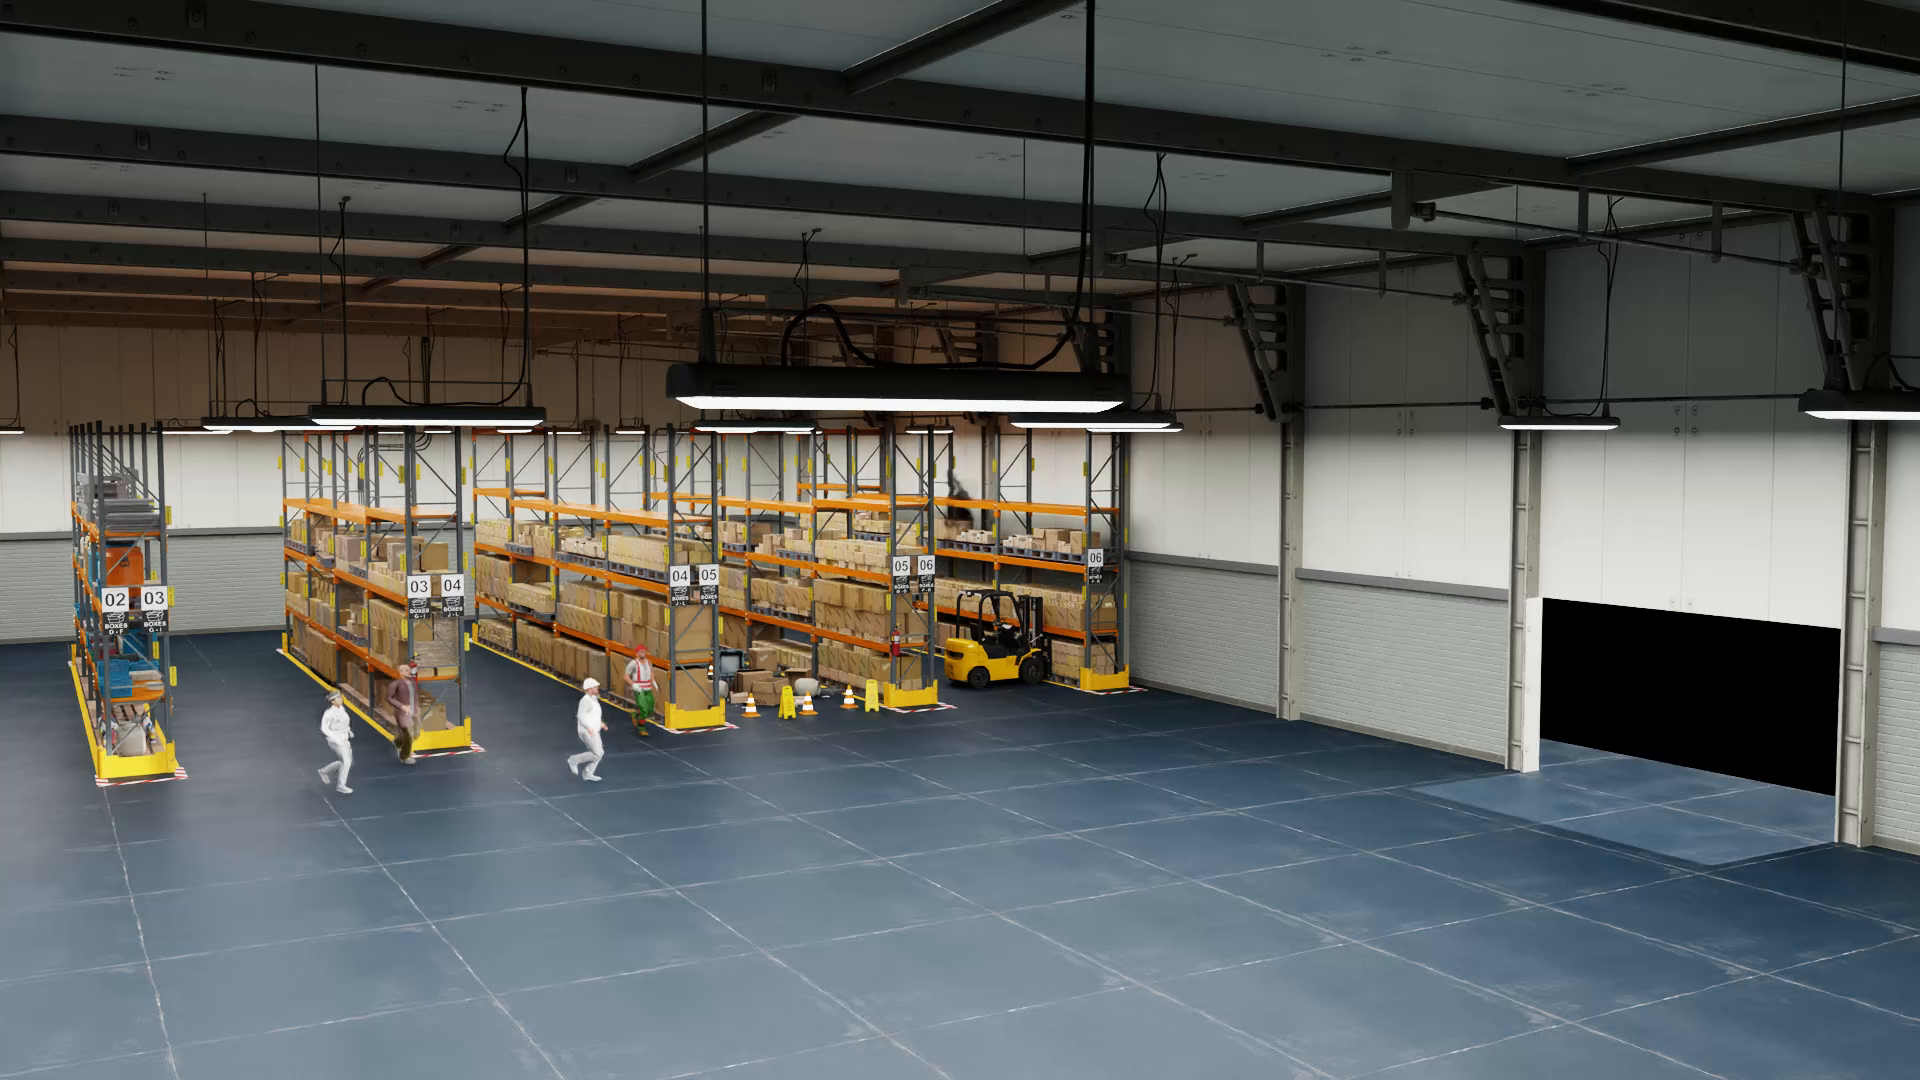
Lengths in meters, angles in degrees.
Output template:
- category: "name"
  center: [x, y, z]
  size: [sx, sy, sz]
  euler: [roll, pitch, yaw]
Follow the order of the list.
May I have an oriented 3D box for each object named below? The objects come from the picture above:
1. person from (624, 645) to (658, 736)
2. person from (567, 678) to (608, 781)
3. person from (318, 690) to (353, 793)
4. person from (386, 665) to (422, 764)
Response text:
- category: "person"
  center: [-6.170, 2.870, 31.970]
  size: [0.629, 1.735, 0.702]
  euler: [3, 4, 38]
- category: "person"
  center: [-6.207, 3.159, 27.676]
  size: [0.616, 1.724, 0.648]
  euler: [0, 4, 2]
- category: "person"
  center: [-10.095, 3.241, 26.851]
  size: [0.585, 1.677, 0.615]
  euler: [0, 4, 7]
- category: "person"
  center: [-9.764, 3.046, 29.196]
  size: [0.666, 1.735, 0.726]
  euler: [2, 4, 25]
